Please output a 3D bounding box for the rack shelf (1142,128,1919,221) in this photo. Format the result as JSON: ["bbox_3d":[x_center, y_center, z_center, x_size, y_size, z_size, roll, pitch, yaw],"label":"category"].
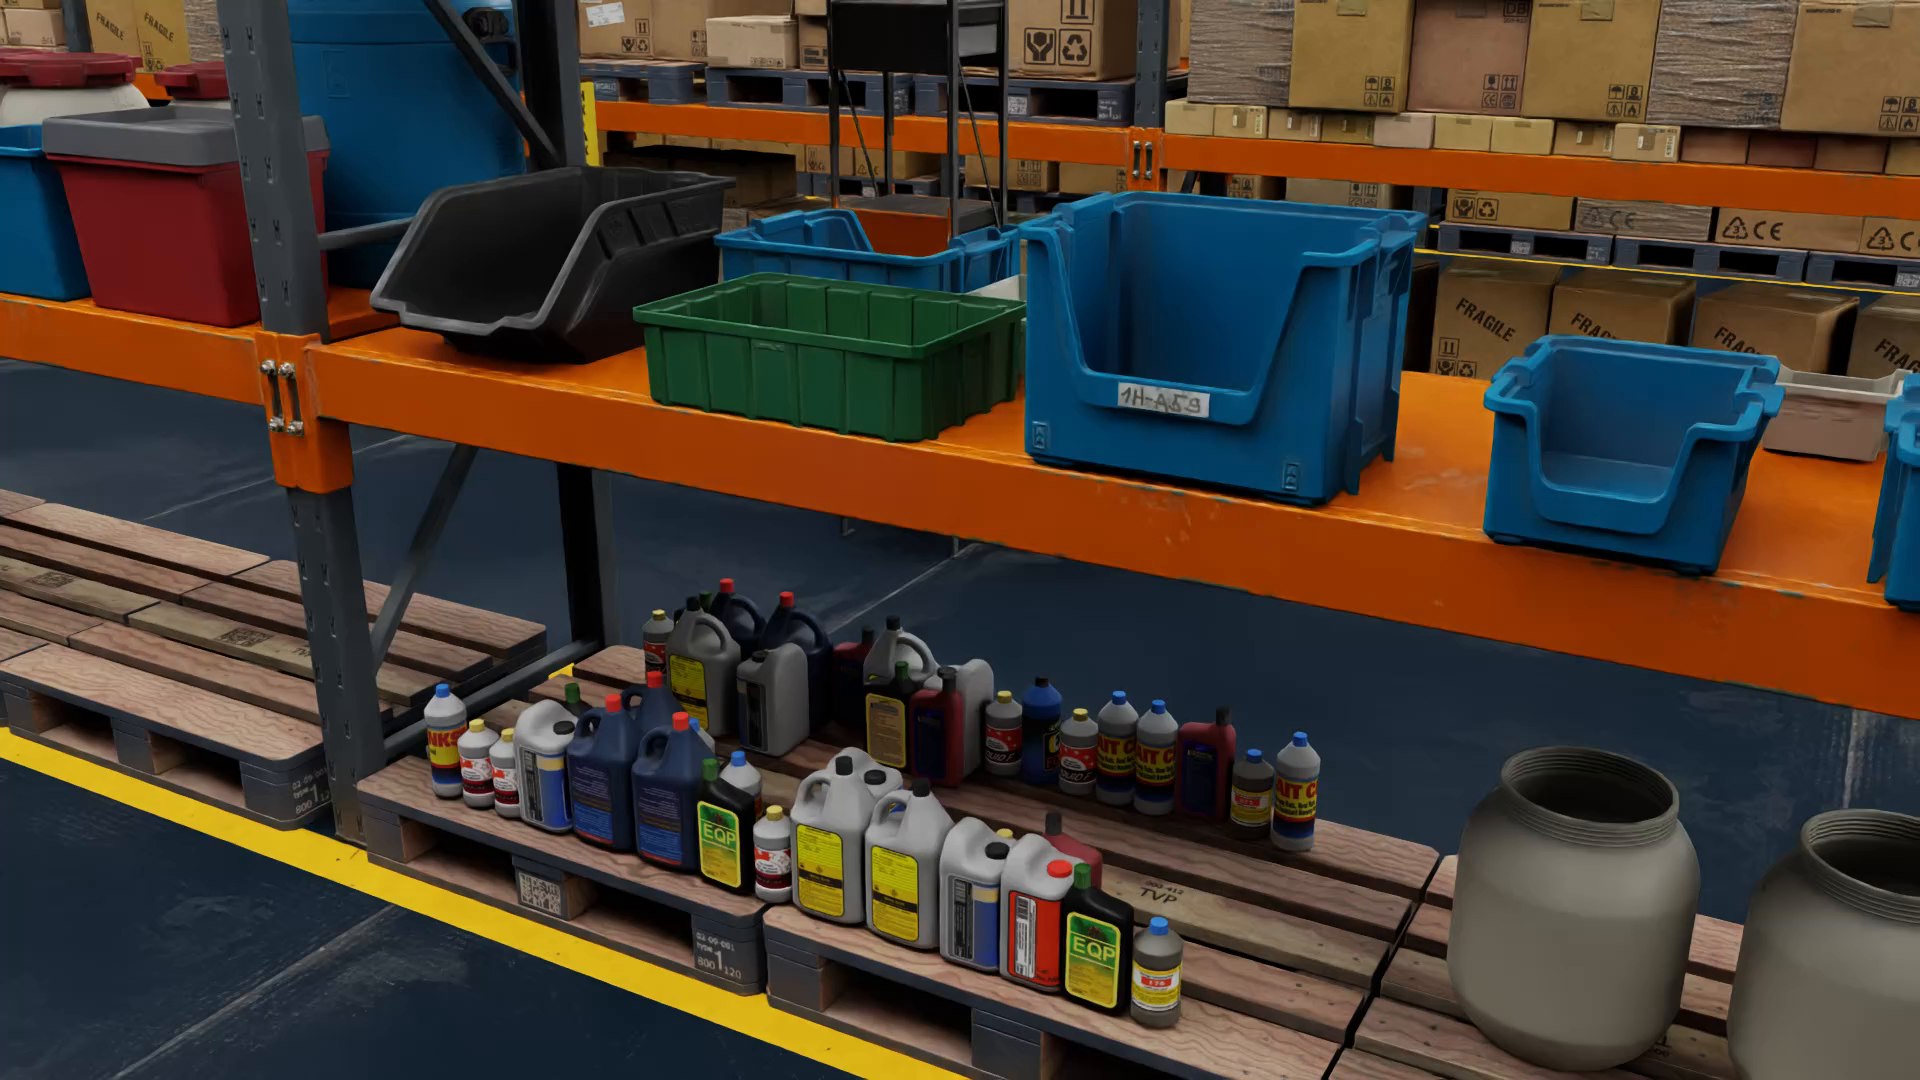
[{"bbox_3d":[2.863,-1.587,7.396,4.000,0.370,1.077,11,23,27],"label":"rack shelf"}]

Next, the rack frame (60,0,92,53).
[{"bbox_3d":[-5.868,-3.588,11.858,0.127,3.000,1.000,11,23,27],"label":"rack frame"}]

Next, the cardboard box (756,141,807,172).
[{"bbox_3d":[-1.491,-3.607,14.960,0.500,0.500,0.500,10,22,25],"label":"cardboard box"}]

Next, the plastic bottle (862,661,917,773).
[{"bbox_3d":[-0.174,0.429,4.123,0.133,0.283,0.061,11,23,27],"label":"plastic bottle"}]

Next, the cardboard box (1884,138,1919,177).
[{"bbox_3d":[3.798,-1.528,6.548,0.250,0.149,0.380,11,23,27],"label":"cardboard box"}]

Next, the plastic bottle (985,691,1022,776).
[{"bbox_3d":[0.110,0.472,4.123,0.097,0.201,0.097,0,20,0],"label":"plastic bottle"}]

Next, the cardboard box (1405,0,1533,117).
[{"bbox_3d":[2.384,-2.204,7.461,0.500,0.500,0.875,11,23,27],"label":"cardboard box"}]

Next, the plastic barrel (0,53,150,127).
[{"bbox_3d":[-2.668,-1.193,5.057,0.433,0.535,0.433,0,20,0],"label":"plastic barrel"}]

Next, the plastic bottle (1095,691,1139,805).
[{"bbox_3d":[0.376,0.490,3.972,0.097,0.271,0.097,0,20,0],"label":"plastic bottle"}]

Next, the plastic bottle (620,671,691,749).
[{"bbox_3d":[-0.726,0.470,3.910,0.185,0.351,0.144,11,23,27],"label":"plastic bottle"}]

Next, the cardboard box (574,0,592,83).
[{"bbox_3d":[-2.667,-3.132,10.453,0.500,0.500,0.500,12,23,29],"label":"cardboard box"}]

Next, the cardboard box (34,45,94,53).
[{"bbox_3d":[-6.293,-3.423,11.771,0.250,0.149,0.380,11,23,28],"label":"cardboard box"}]

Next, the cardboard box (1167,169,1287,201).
[{"bbox_3d":[2.198,-3.095,13.182,0.750,0.750,1.050,11,23,27],"label":"cardboard box"}]

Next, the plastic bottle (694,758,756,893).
[{"bbox_3d":[-0.508,0.616,3.606,0.133,0.283,0.061,12,23,30],"label":"plastic bottle"}]

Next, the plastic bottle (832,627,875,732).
[{"bbox_3d":[-0.266,0.355,4.326,0.133,0.283,0.061,13,23,31],"label":"plastic bottle"}]

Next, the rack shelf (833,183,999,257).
[{"bbox_3d":[-0.145,-1.002,6.088,0.480,0.518,0.431,11,23,27],"label":"rack shelf"}]

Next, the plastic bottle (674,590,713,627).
[{"bbox_3d":[-0.718,0.269,4.564,0.133,0.283,0.061,12,23,30],"label":"plastic bottle"}]

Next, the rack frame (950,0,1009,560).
[{"bbox_3d":[0.069,-0.974,5.971,0.015,2.100,0.400,11,23,27],"label":"rack frame"}]

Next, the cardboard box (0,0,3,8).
[{"bbox_3d":[-6.835,-4.091,11.929,0.500,0.500,0.500,11,23,28],"label":"cardboard box"}]

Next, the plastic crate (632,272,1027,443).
[{"bbox_3d":[-0.251,-0.374,3.307,0.662,0.188,0.450,11,23,27],"label":"plastic crate"}]

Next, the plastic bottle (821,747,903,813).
[{"bbox_3d":[-0.210,0.602,3.656,0.135,0.276,0.152,11,23,27],"label":"plastic bottle"}]

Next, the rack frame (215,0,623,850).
[{"bbox_3d":[-1.299,-0.783,4.125,0.127,3.000,1.000,11,23,27],"label":"rack frame"}]

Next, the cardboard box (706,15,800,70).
[{"bbox_3d":[-1.024,-2.703,9.021,0.500,0.250,0.500,10,22,26],"label":"cardboard box"}]

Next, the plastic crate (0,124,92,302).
[{"bbox_3d":[-2.414,-0.866,4.378,0.575,0.384,0.392,11,23,27],"label":"plastic crate"}]

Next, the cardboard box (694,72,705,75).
[{"bbox_3d":[-2.587,-4.374,15.975,0.500,0.250,0.500,10,22,26],"label":"cardboard box"}]

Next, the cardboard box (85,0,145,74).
[{"bbox_3d":[-5.588,-3.484,11.425,0.500,0.500,0.500,11,23,27],"label":"cardboard box"}]

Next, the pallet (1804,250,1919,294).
[{"bbox_3d":[6.380,-1.851,11.158,1.213,0.211,1.003,11,23,27],"label":"pallet"}]

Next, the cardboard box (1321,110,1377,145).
[{"bbox_3d":[1.824,-1.897,7.563,0.250,0.149,0.380,11,23,27],"label":"cardboard box"}]

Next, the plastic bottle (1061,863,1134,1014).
[{"bbox_3d":[0.265,0.763,3.200,0.133,0.283,0.061,11,23,29],"label":"plastic bottle"}]

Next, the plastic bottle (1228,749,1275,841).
[{"bbox_3d":[0.672,0.579,3.828,0.097,0.201,0.097,0,20,0],"label":"plastic bottle"}]

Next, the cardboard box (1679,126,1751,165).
[{"bbox_3d":[3.160,-1.663,6.920,0.250,0.149,0.380,11,23,27],"label":"cardboard box"}]

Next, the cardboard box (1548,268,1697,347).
[{"bbox_3d":[2.996,-0.923,7.559,0.500,0.500,0.500,13,24,32],"label":"cardboard box"}]

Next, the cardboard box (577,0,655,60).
[{"bbox_3d":[-1.884,-3.089,9.720,0.500,0.500,0.500,8,21,21],"label":"cardboard box"}]

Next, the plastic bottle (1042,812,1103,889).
[{"bbox_3d":[0.221,0.695,3.387,0.133,0.283,0.061,11,23,27],"label":"plastic bottle"}]

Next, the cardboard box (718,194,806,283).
[{"bbox_3d":[-1.290,-1.761,9.841,0.500,0.500,0.700,9,22,23],"label":"cardboard box"}]

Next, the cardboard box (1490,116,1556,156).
[{"bbox_3d":[2.474,-1.769,7.211,0.250,0.149,0.380,11,23,27],"label":"cardboard box"}]

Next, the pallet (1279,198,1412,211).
[{"bbox_3d":[2.913,-2.512,12.982,1.213,0.211,1.003,11,23,27],"label":"pallet"}]

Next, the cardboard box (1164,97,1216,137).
[{"bbox_3d":[1.158,-2.014,7.887,0.250,0.149,0.380,11,23,27],"label":"cardboard box"}]

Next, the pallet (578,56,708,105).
[{"bbox_3d":[-1.701,-2.746,9.817,1.003,0.211,1.213,11,23,27],"label":"pallet"}]

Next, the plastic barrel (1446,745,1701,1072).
[{"bbox_3d":[1.144,0.684,3.113,0.421,0.512,0.421,0,20,0],"label":"plastic barrel"}]

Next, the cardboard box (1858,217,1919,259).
[{"bbox_3d":[6.492,-2.344,10.928,0.875,0.875,0.875,11,23,28],"label":"cardboard box"}]

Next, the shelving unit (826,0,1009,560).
[{"bbox_3d":[-0.145,-1.015,6.083,0.503,2.100,0.431,11,23,27],"label":"shelving unit"}]

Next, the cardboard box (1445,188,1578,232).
[{"bbox_3d":[4.139,-2.791,12.159,0.875,0.875,0.875,11,23,28],"label":"cardboard box"}]

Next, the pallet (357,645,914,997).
[{"bbox_3d":[-0.733,0.652,4.259,1.213,0.211,1.003,11,23,27],"label":"pallet"}]

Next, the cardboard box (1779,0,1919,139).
[{"bbox_3d":[3.647,-1.926,6.694,0.500,0.500,0.875,11,23,27],"label":"cardboard box"}]

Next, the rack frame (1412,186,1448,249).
[{"bbox_3d":[3.624,-3.717,12.214,0.127,3.000,1.000,11,23,27],"label":"rack frame"}]

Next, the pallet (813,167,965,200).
[{"bbox_3d":[-0.550,-3.202,14.883,1.213,0.211,1.003,11,23,27],"label":"pallet"}]

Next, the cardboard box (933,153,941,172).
[{"bbox_3d":[-0.361,-3.598,14.936,0.500,0.500,0.500,10,22,25],"label":"cardboard box"}]

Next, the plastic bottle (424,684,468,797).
[{"bbox_3d":[-1.234,0.476,4.010,0.097,0.271,0.097,0,20,0],"label":"plastic bottle"}]

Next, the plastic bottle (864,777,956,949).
[{"bbox_3d":[-0.098,0.646,3.425,0.185,0.351,0.144,12,23,30],"label":"plastic bottle"}]

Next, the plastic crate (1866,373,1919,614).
[{"bbox_3d":[1.610,-0.042,2.301,0.616,0.251,0.499,11,23,27],"label":"plastic crate"}]

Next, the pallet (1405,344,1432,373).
[{"bbox_3d":[1.720,-0.846,8.387,1.213,0.211,1.003,11,23,27],"label":"pallet"}]

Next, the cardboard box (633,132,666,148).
[{"bbox_3d":[-2.845,-3.868,15.680,0.500,0.500,0.500,12,23,29],"label":"cardboard box"}]

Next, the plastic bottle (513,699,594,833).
[{"bbox_3d":[-0.939,0.520,3.883,0.135,0.276,0.152,12,23,29],"label":"plastic bottle"}]

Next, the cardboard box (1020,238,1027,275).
[{"bbox_3d":[0.591,-1.398,8.840,0.500,0.500,0.700,9,22,23],"label":"cardboard box"}]

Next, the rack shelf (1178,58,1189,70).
[{"bbox_3d":[1.878,-3.712,13.254,4.000,0.370,1.077,11,23,27],"label":"rack shelf"}]
